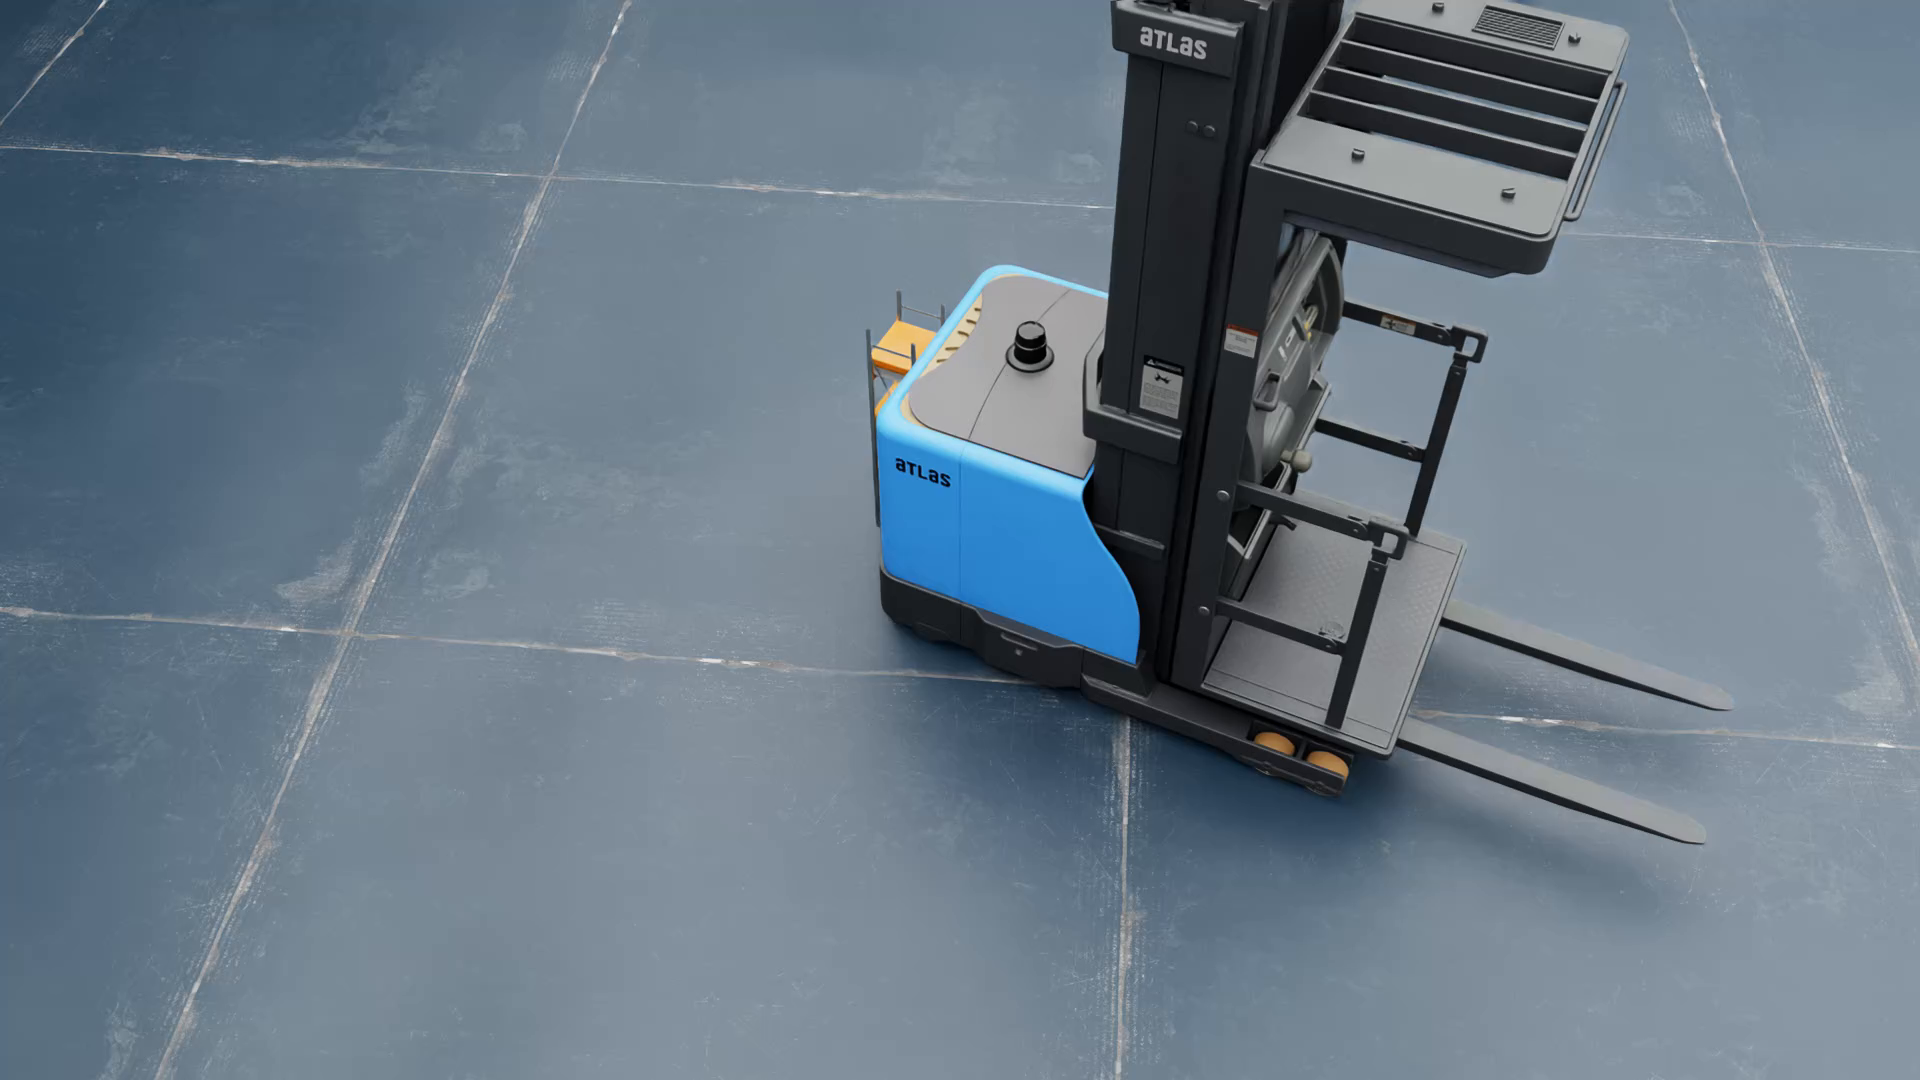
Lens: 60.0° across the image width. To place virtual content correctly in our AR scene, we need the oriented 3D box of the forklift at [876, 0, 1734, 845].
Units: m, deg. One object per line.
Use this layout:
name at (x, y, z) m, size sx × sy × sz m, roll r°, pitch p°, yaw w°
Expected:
forklift at (1.252, -0.532, 5.250) m, size 3.031 × 2.935 × 1.130 m, roll 19°, pitch 50°, yaw 17°

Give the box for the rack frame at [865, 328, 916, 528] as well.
rack frame at (-0.251, -0.380, 6.386) m, size 0.200 × 1.050 × 0.008 m, roll 19°, pitch 50°, yaw 17°

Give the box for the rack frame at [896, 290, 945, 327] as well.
rack frame at (-0.146, -0.543, 6.535) m, size 0.200 × 1.050 × 0.008 m, roll 19°, pitch 50°, yaw 17°

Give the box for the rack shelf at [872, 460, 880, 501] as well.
rack shelf at (-0.198, -0.267, 6.673) m, size 0.215 × 0.259 × 0.240 m, roll 19°, pitch 50°, yaw 17°

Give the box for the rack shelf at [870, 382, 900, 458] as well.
rack shelf at (-0.198, -0.454, 6.468) m, size 0.215 × 0.259 × 0.240 m, roll 19°, pitch 50°, yaw 17°

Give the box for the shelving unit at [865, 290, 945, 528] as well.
shelving unit at (-0.198, -0.461, 6.460) m, size 0.215 × 1.050 × 0.252 m, roll 19°, pitch 50°, yaw 17°

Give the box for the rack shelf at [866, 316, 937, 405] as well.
rack shelf at (-0.198, -0.646, 6.259) m, size 0.215 × 0.259 × 0.240 m, roll 19°, pitch 50°, yaw 17°
